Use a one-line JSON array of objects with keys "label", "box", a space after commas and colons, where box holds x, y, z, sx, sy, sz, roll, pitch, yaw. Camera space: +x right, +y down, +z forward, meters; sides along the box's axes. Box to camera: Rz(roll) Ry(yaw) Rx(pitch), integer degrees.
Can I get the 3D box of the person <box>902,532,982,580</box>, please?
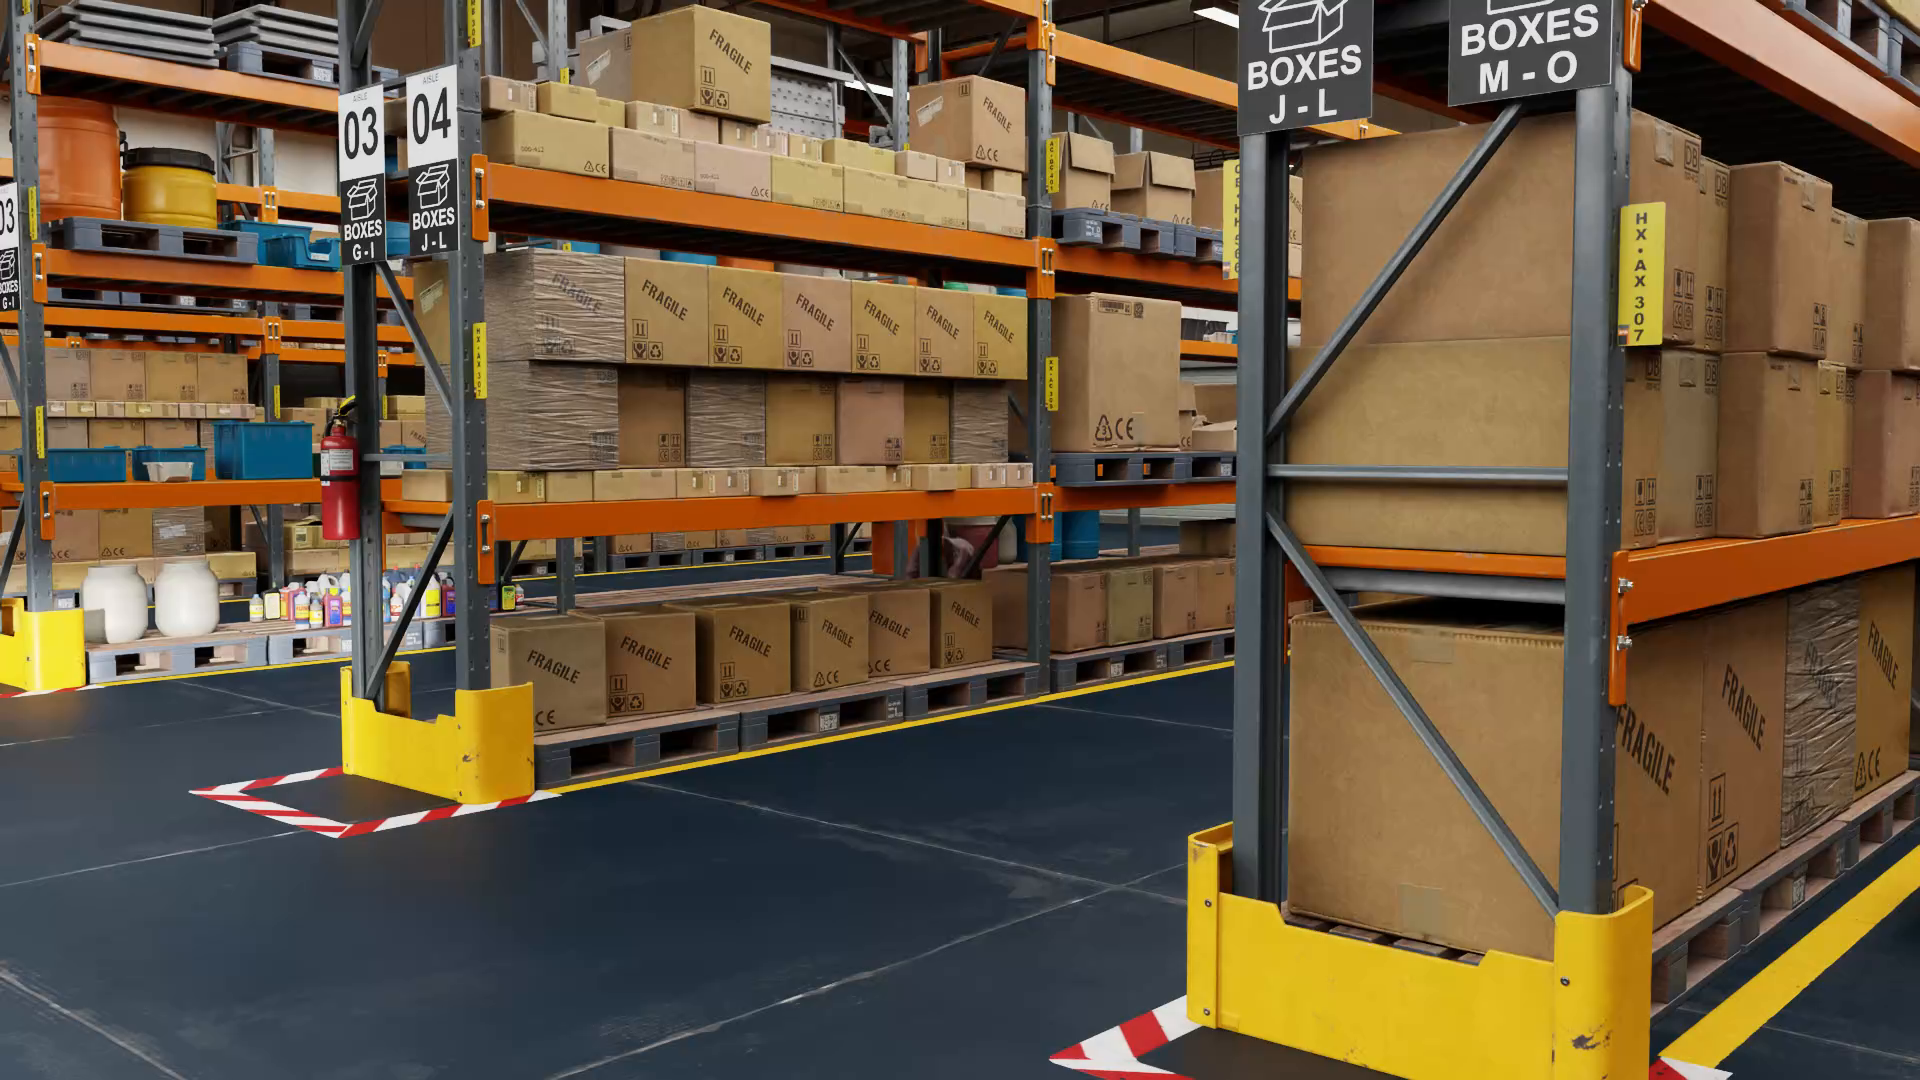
[{"label": "person", "box": [-0.129, 0.363, 12.371, 0.597, 0.978, 0.912, 3, 5, 41]}]
